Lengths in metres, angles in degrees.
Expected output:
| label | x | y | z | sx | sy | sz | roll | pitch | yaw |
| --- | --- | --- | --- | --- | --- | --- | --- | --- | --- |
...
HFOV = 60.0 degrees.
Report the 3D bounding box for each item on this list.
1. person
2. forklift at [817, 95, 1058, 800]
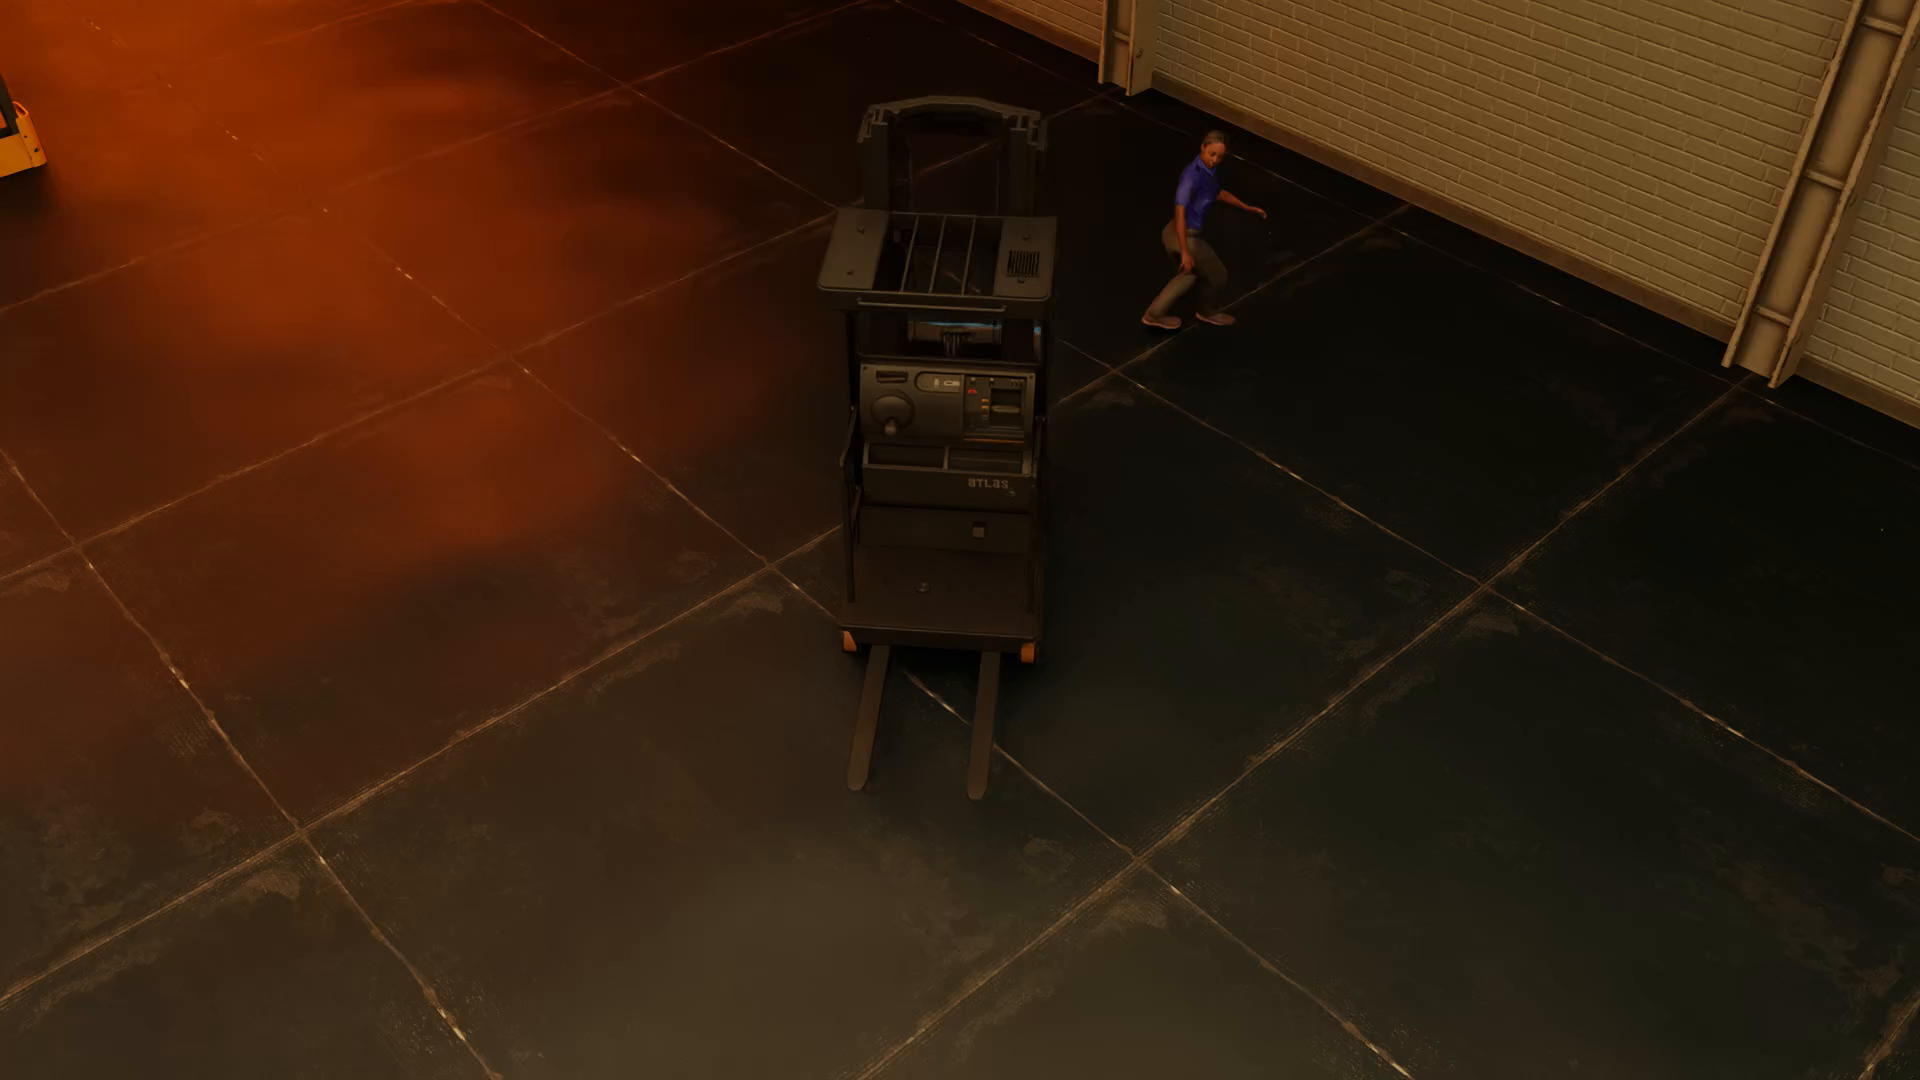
| label | x | y | z | sx | sy | sz | roll | pitch | yaw |
| --- | --- | --- | --- | --- | --- | --- | --- | --- | --- |
| person | 1.701 | -2.030 | 11.358 | 0.797 | 1.539 | 0.757 | -1 | 41 | -1 |
| forklift | -0.085 | -0.650 | 8.662 | 1.130 | 2.935 | 3.031 | 3 | 41 | 4 |
